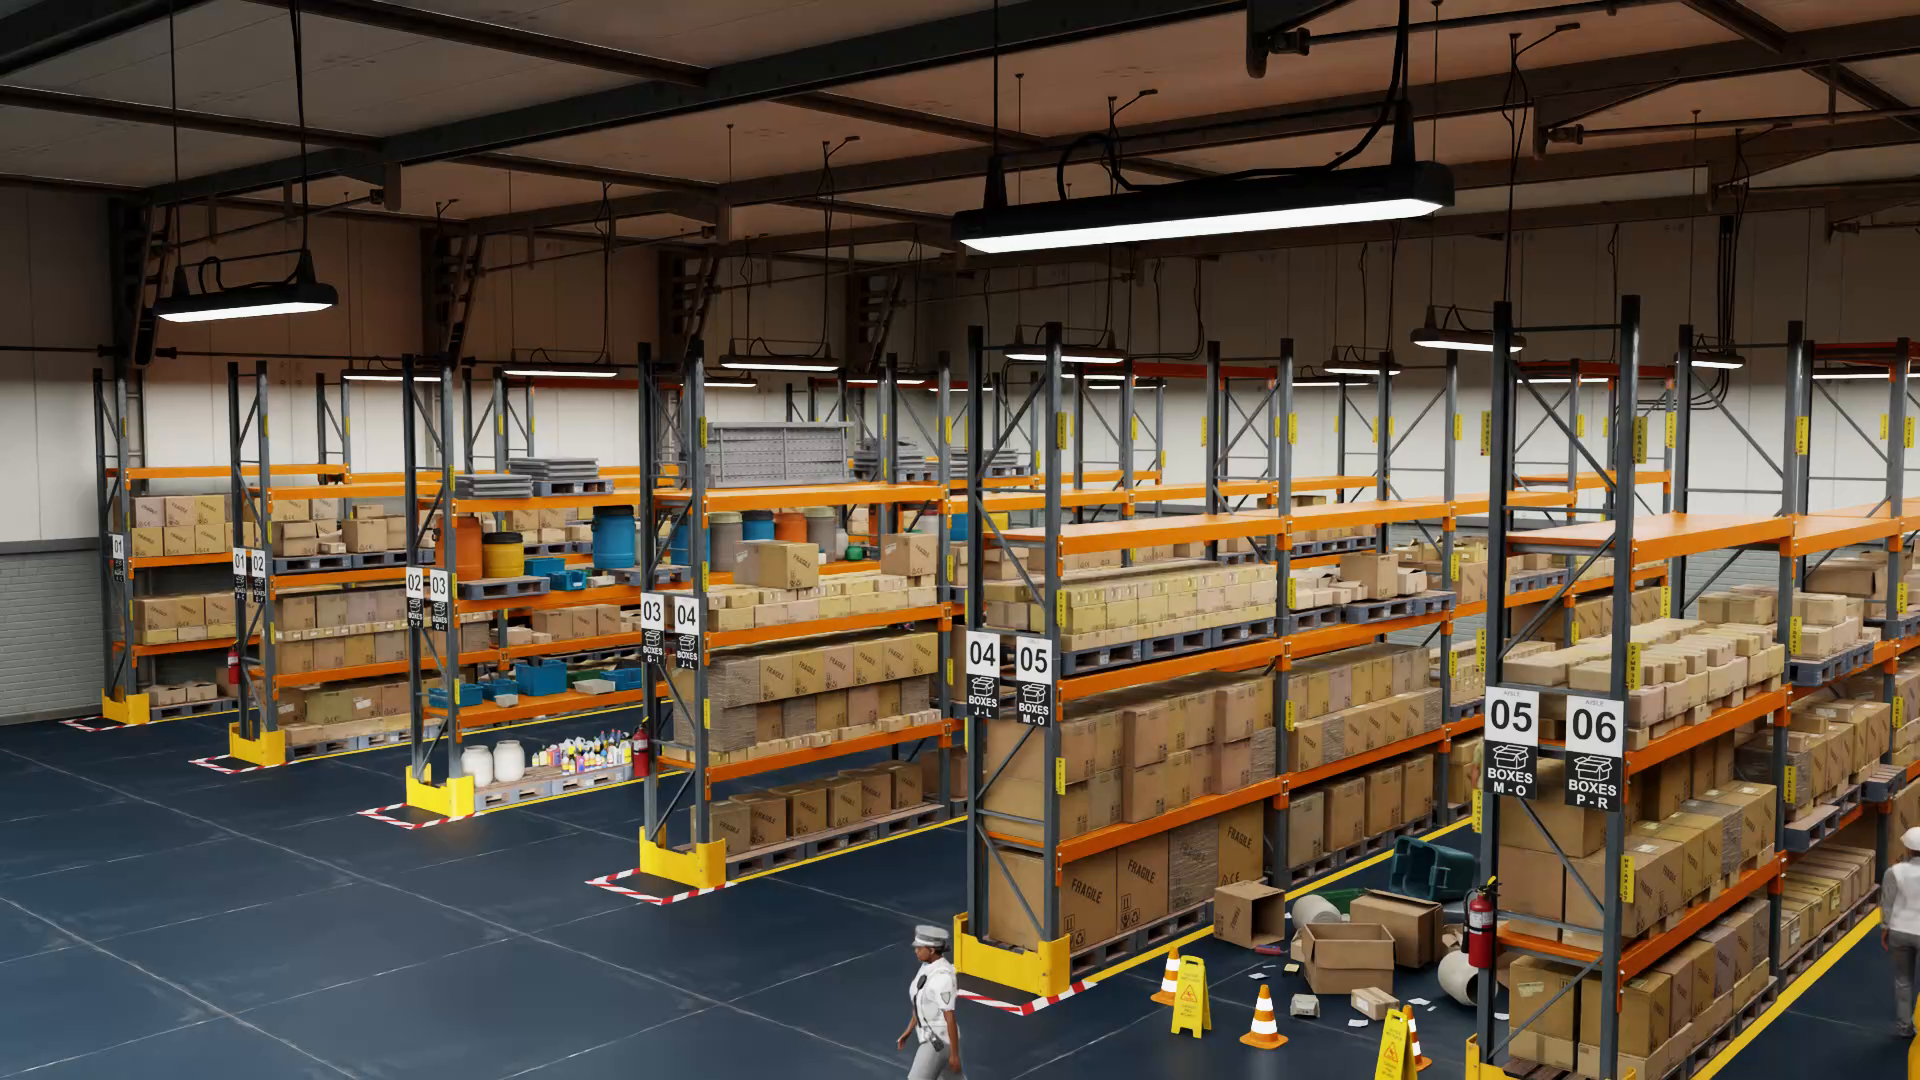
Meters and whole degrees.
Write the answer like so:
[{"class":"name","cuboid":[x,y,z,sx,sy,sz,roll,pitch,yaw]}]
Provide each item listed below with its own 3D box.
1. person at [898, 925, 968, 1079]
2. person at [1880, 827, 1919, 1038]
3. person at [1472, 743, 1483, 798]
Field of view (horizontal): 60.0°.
[{"class":"person","cuboid":[-0.254,3.484,11.616,1.020,1.613,0.474,0,4,-6]},{"class":"person","cuboid":[7.948,3.269,13.809,0.550,1.773,0.524,4,6,41]},{"class":"person","cuboid":[6.163,2.923,19.237,0.489,1.668,0.534,3,5,40]}]
